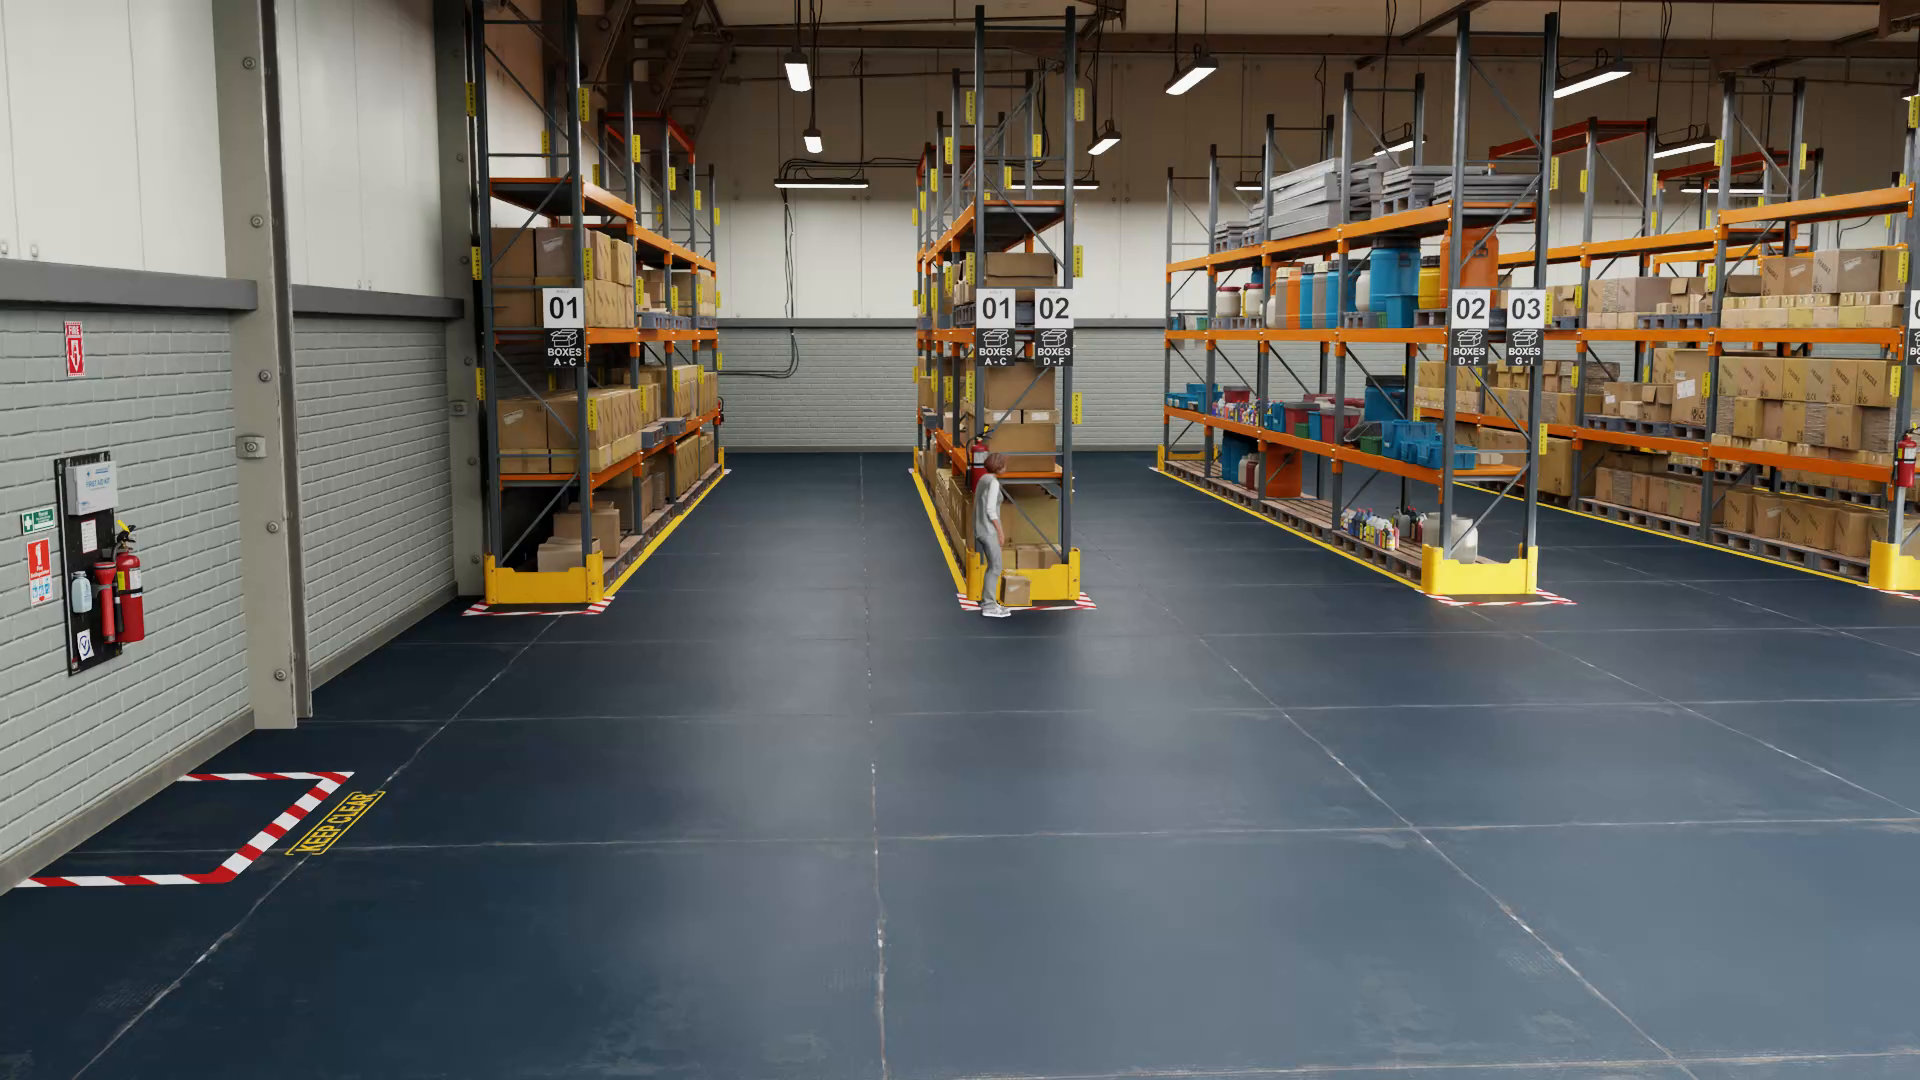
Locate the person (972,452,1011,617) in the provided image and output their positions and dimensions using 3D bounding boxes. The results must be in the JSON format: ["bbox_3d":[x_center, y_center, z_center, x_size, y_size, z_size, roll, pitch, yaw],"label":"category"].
[{"bbox_3d":[0.317,-0.059,16.271,0.374,1.594,0.458,-1,7,-10],"label":"person"}]
